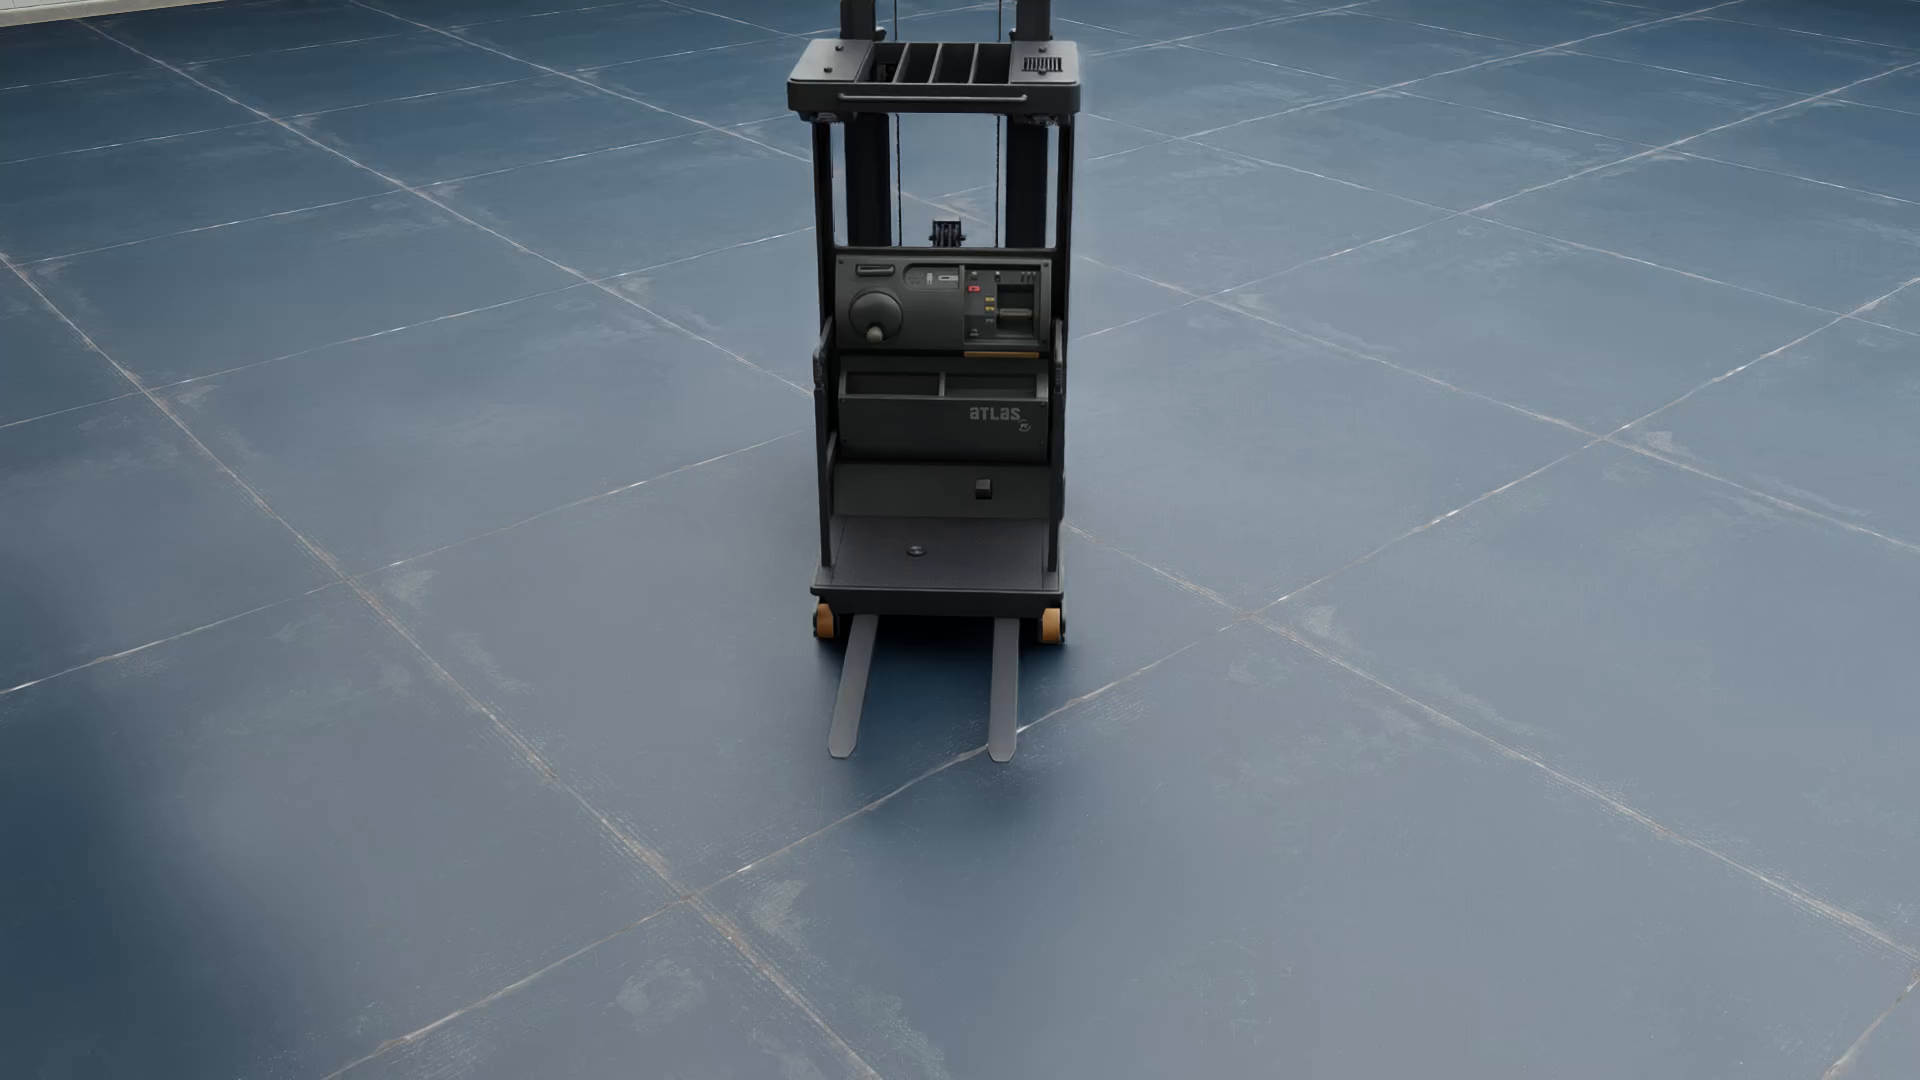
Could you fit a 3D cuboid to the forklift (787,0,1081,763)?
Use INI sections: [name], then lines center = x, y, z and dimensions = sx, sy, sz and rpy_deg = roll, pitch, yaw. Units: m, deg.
[forklift]
center = -0.080, -0.985, 6.983
dimensions = 1.130, 2.935, 3.031
rpy_deg = 1, 28, 2
